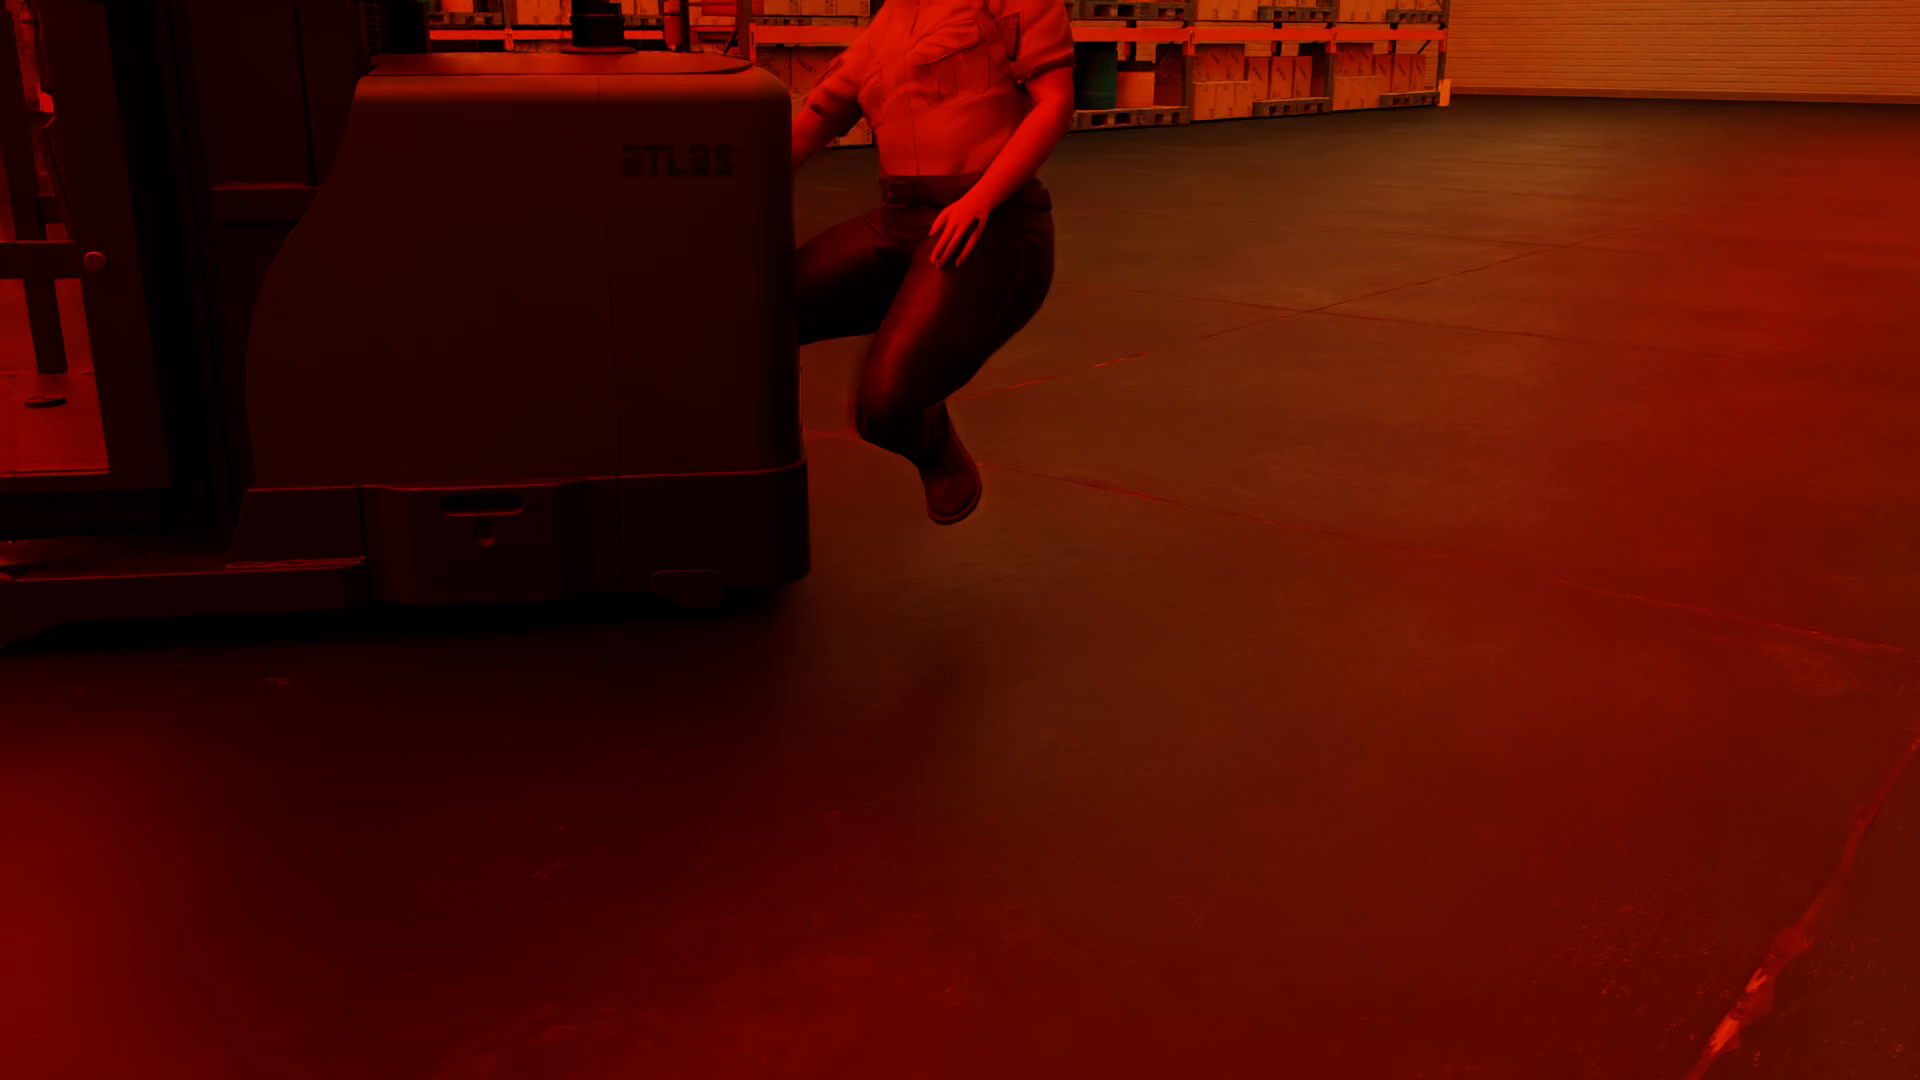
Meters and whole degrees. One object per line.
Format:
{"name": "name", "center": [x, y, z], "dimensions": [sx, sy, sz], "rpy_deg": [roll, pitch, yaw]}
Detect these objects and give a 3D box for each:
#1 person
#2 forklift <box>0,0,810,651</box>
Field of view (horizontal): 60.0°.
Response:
{"name": "person", "center": [-0.207, -0.648, 3.286], "dimensions": [0.620, 1.402, 0.762], "rpy_deg": [-13, 21, -37]}
{"name": "forklift", "center": [-1.874, -1.334, 3.290], "dimensions": [3.031, 2.935, 1.130], "rpy_deg": [-2, 17, -8]}
